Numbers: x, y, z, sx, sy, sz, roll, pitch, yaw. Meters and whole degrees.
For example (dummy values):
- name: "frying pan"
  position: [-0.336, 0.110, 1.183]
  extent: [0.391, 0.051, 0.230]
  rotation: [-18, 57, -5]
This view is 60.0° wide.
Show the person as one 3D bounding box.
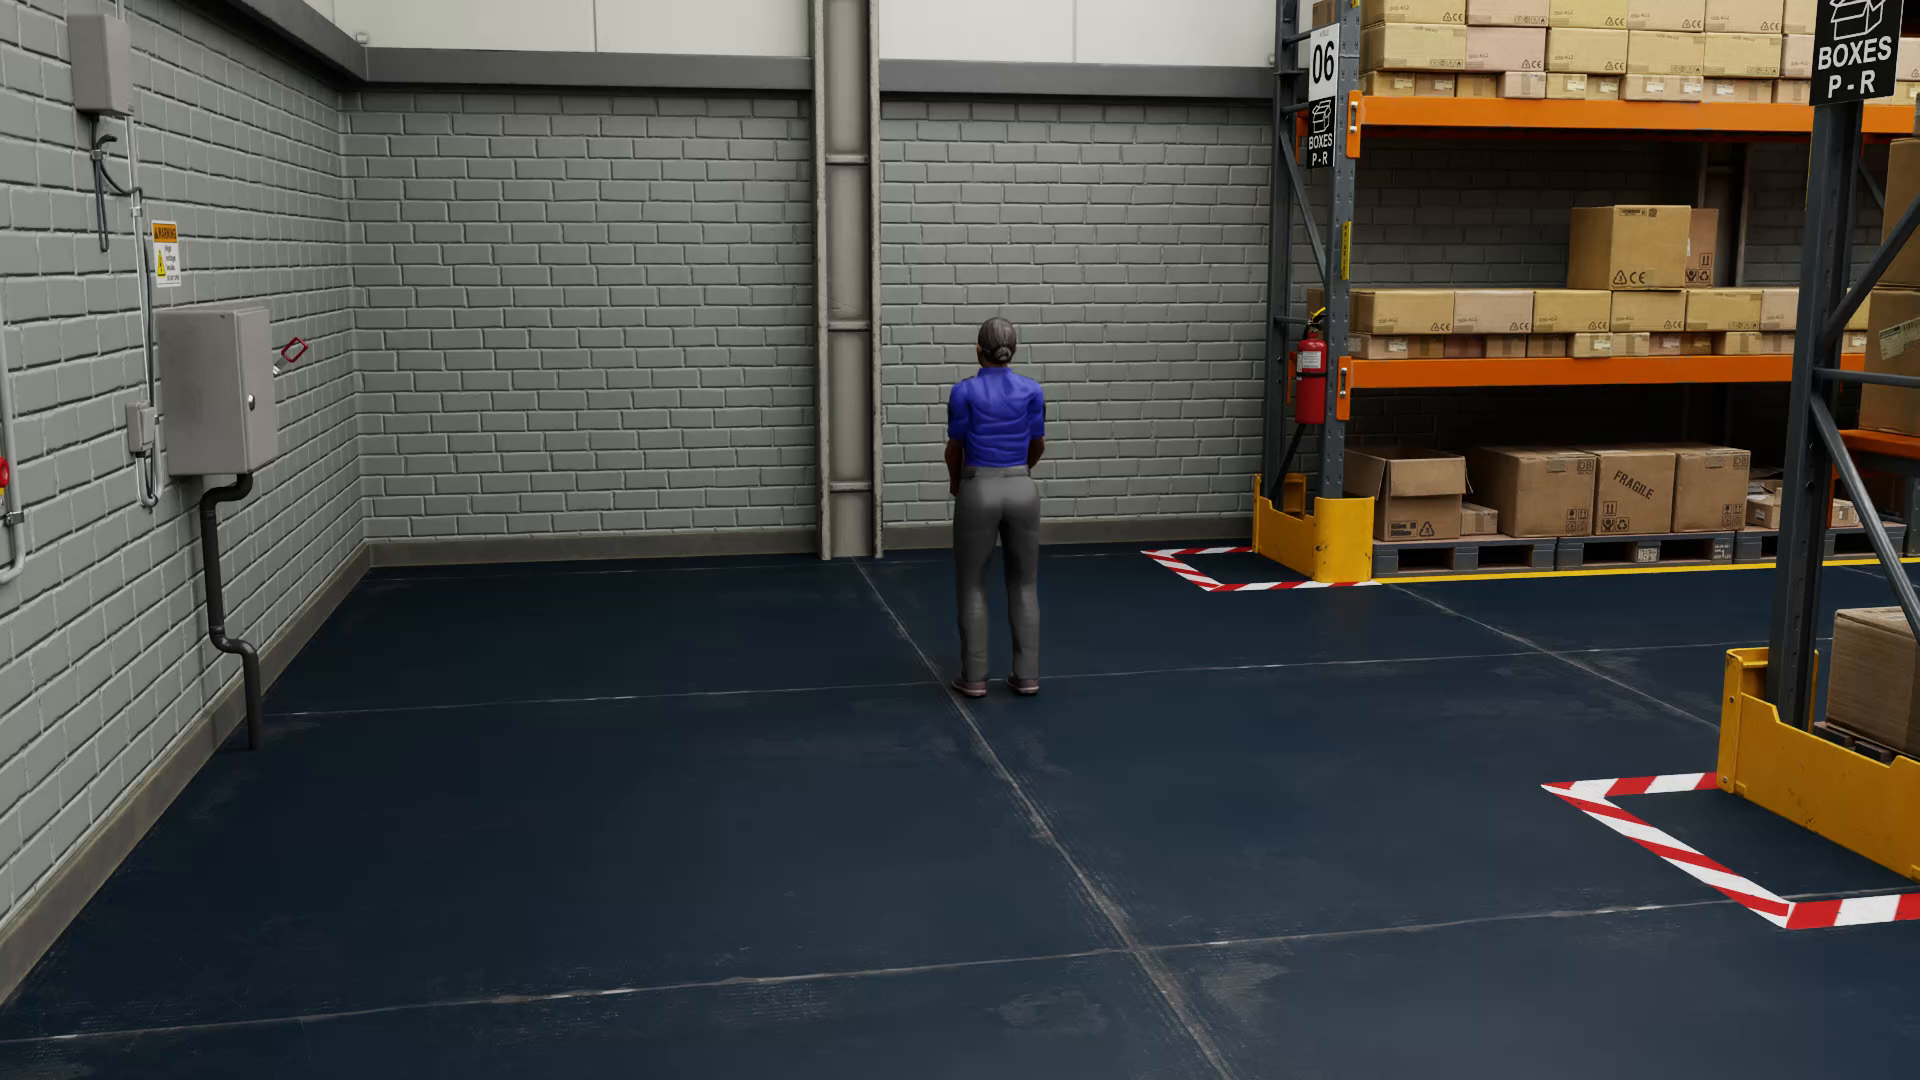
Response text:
- name: "person"
  position: [0.145, -0.154, 7.335]
  extent: [0.448, 1.656, 0.496]
  rotation: [-2, 10, -11]
